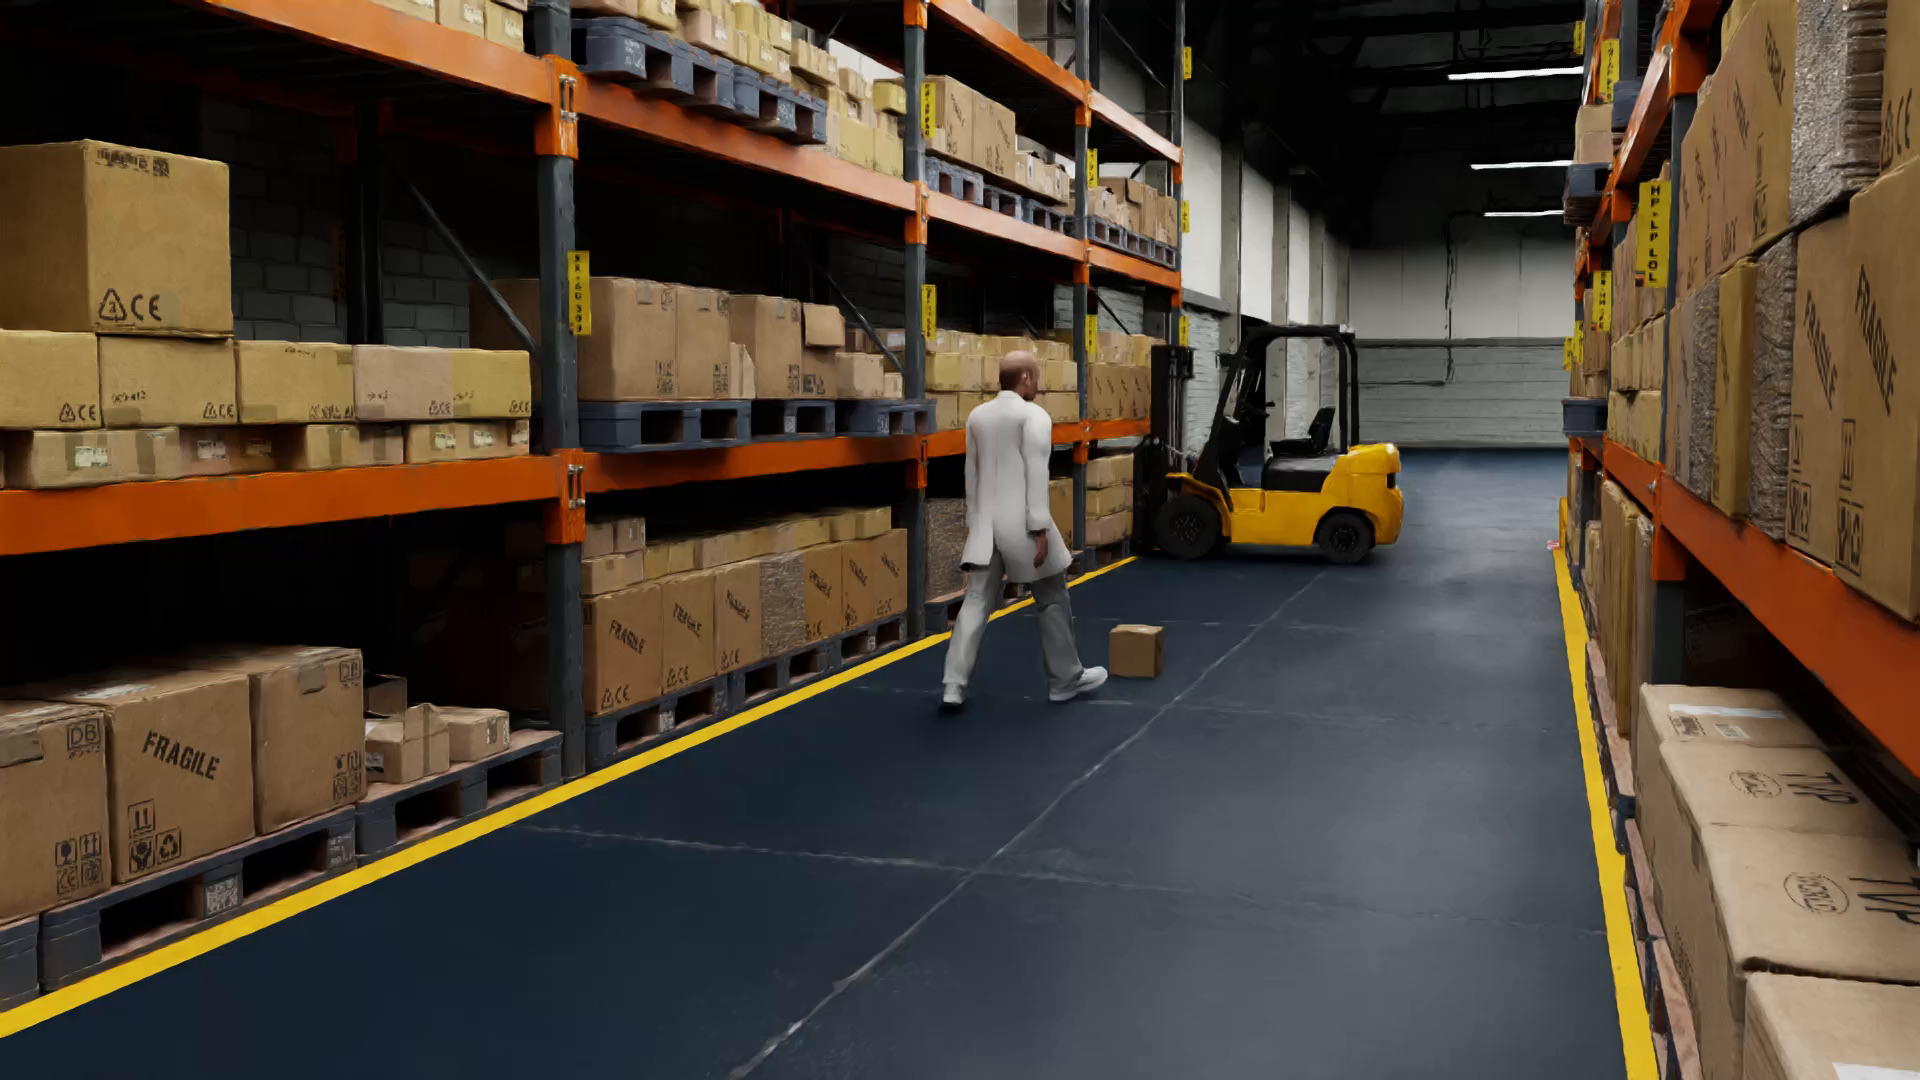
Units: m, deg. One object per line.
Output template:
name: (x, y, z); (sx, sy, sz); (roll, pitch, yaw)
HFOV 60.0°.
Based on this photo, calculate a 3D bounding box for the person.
person: (0.269, -0.062, 8.237); (0.627, 1.748, 1.005); (4, 7, 40)
